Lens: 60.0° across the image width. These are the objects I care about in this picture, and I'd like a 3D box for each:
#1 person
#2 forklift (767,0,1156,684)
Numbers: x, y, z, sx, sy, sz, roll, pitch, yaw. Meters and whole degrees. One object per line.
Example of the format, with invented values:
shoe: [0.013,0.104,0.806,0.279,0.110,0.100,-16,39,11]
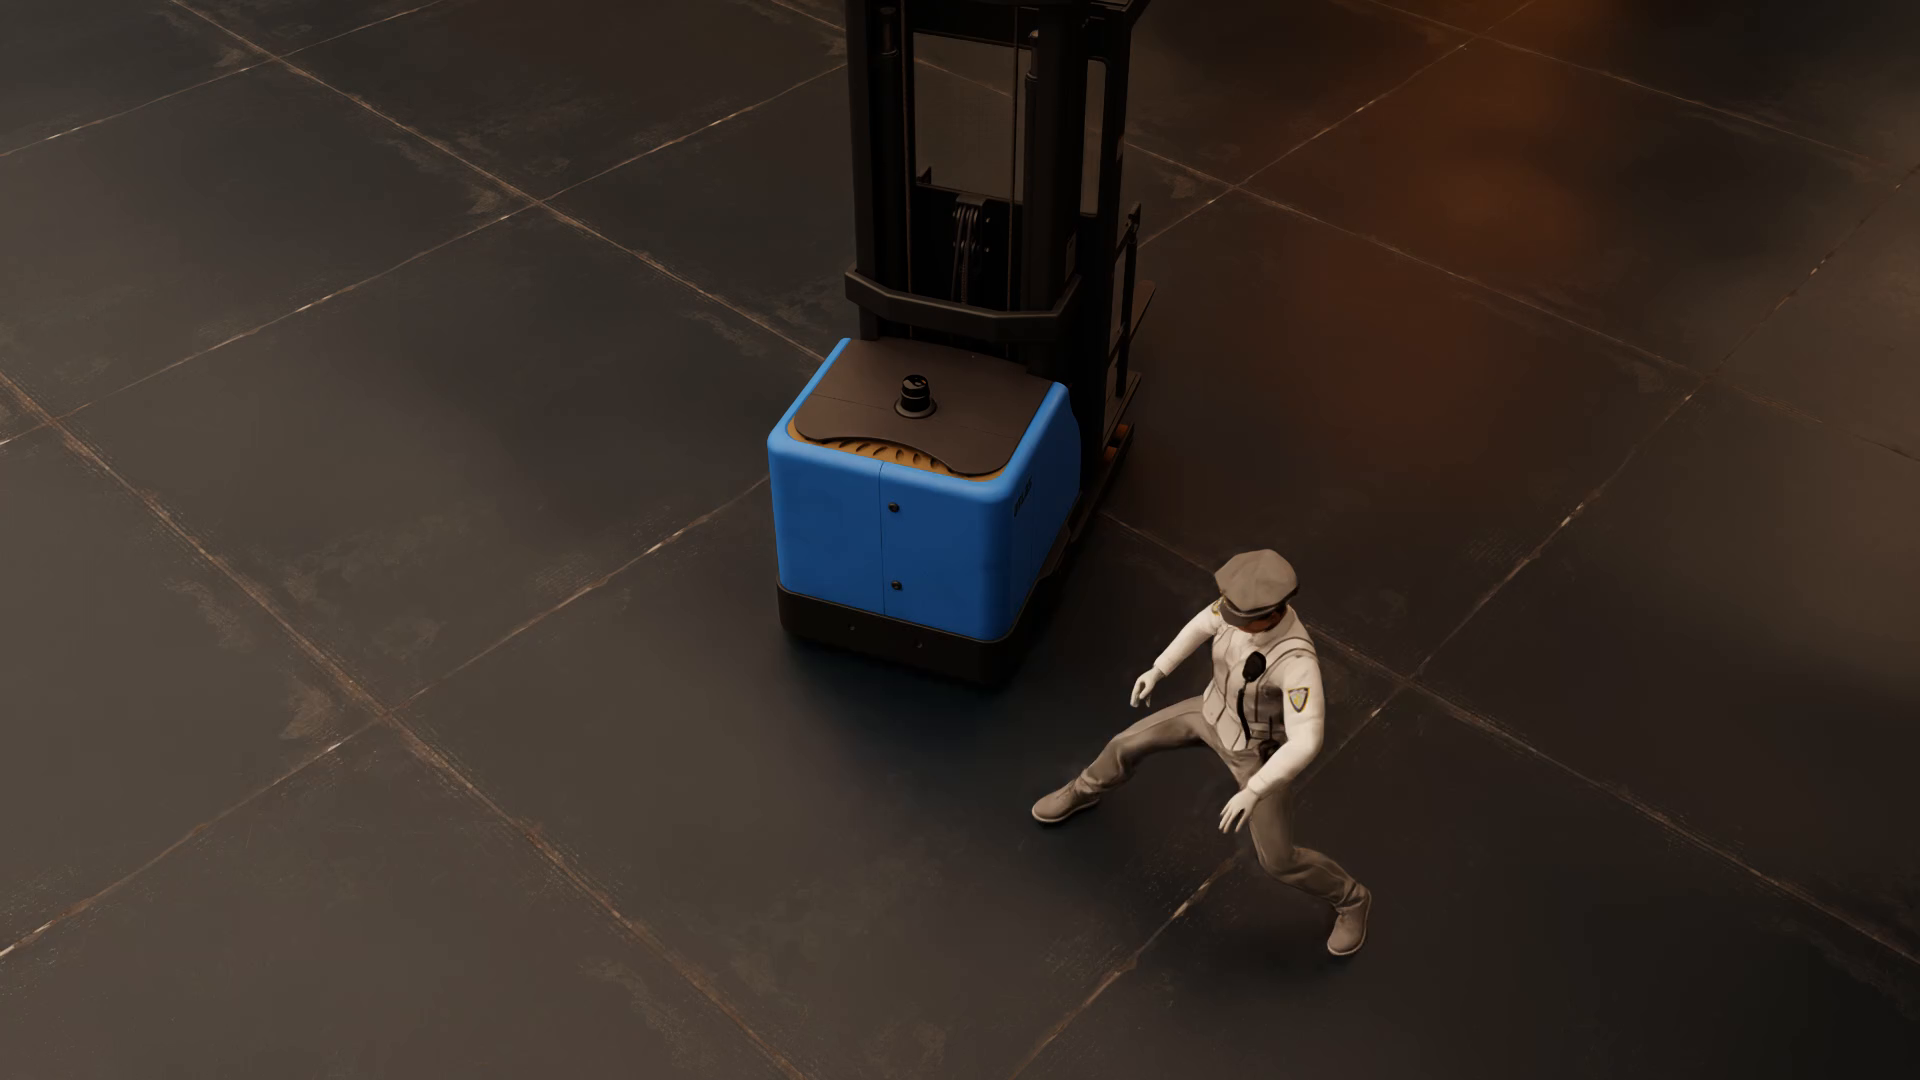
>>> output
person: [0.907,0.694,5.752,0.964,1.496,1.066,-16,43,-17]
forklift: [0.211,-1.484,7.158,1.130,2.935,3.031,14,42,15]
